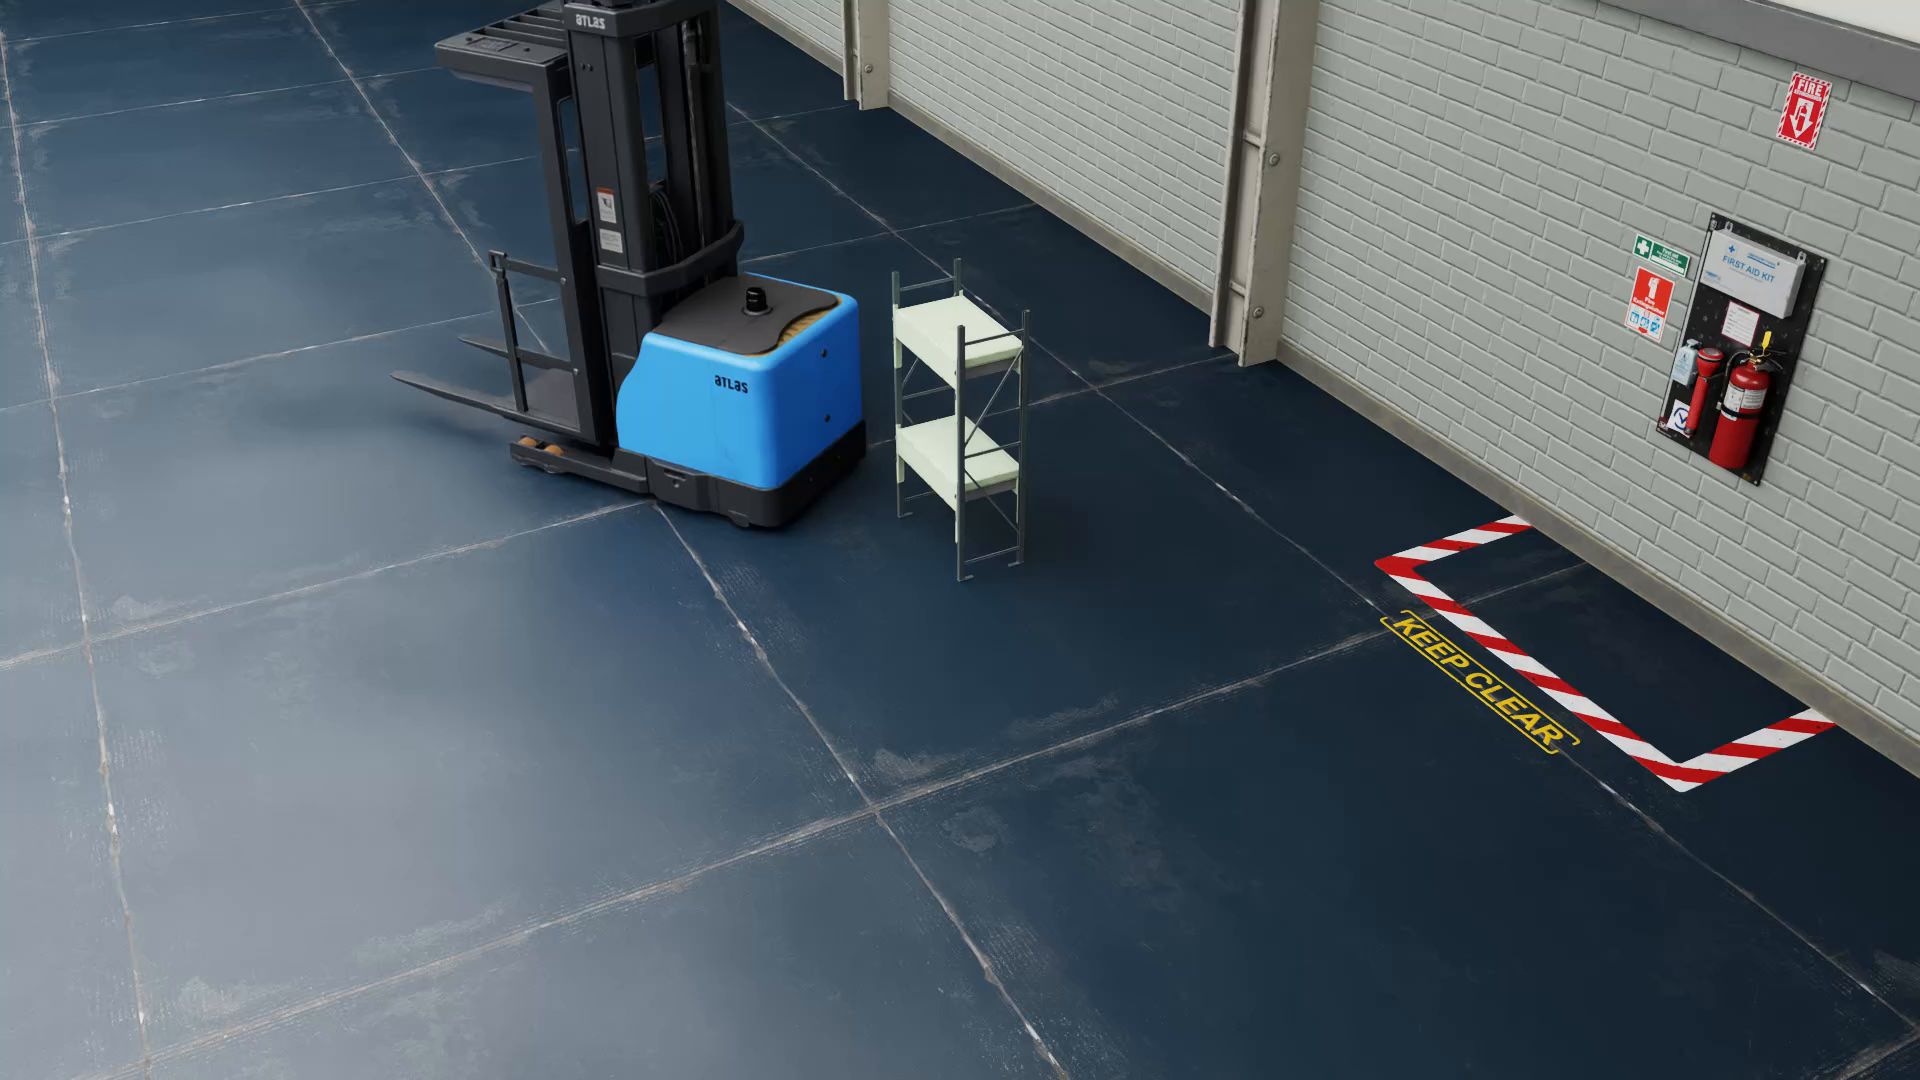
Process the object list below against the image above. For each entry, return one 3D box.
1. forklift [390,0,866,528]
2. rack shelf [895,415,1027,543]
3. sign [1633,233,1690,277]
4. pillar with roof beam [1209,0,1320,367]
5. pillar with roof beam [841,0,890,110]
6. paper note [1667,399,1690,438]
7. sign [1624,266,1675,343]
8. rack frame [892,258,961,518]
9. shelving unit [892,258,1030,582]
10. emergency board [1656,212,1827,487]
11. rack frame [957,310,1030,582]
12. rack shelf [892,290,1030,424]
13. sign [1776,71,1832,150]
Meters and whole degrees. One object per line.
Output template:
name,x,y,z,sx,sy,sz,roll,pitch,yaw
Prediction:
forklift,-2.106,-1.861,9.456,3.031,2.935,1.130,16,36,23
rack shelf,-0.003,-0.360,9.045,0.431,0.370,0.720,-16,36,-23
sign,3.430,-1.394,8.140,0.001,0.109,0.331,-16,36,-23
pillar with roof beam,-1.885,-3.989,7.152,9.100,9.000,0.400,-16,36,-23
pillar with roof beam,-4.683,-6.852,11.622,9.100,9.000,0.400,-16,36,-23
paper note,3.581,-0.602,8.244,0.016,0.148,0.142,-16,36,-23
sign,3.436,-1.176,8.290,0.001,0.329,0.234,-16,36,-23
rack frame,-0.174,-0.809,9.142,0.400,1.500,0.023,-16,36,-23
shelving unit,-0.003,-0.635,8.869,0.431,1.500,0.755,-16,36,-23
emergency board,3.602,-0.871,7.847,0.194,1.169,0.643,-16,36,-23
rack frame,0.168,-0.460,8.596,0.400,1.500,0.023,-16,36,-23
rack shelf,-0.003,-0.963,8.658,0.431,0.370,0.720,-16,36,-23
sign,3.687,-1.876,7.267,0.001,0.298,0.199,-16,36,-23
